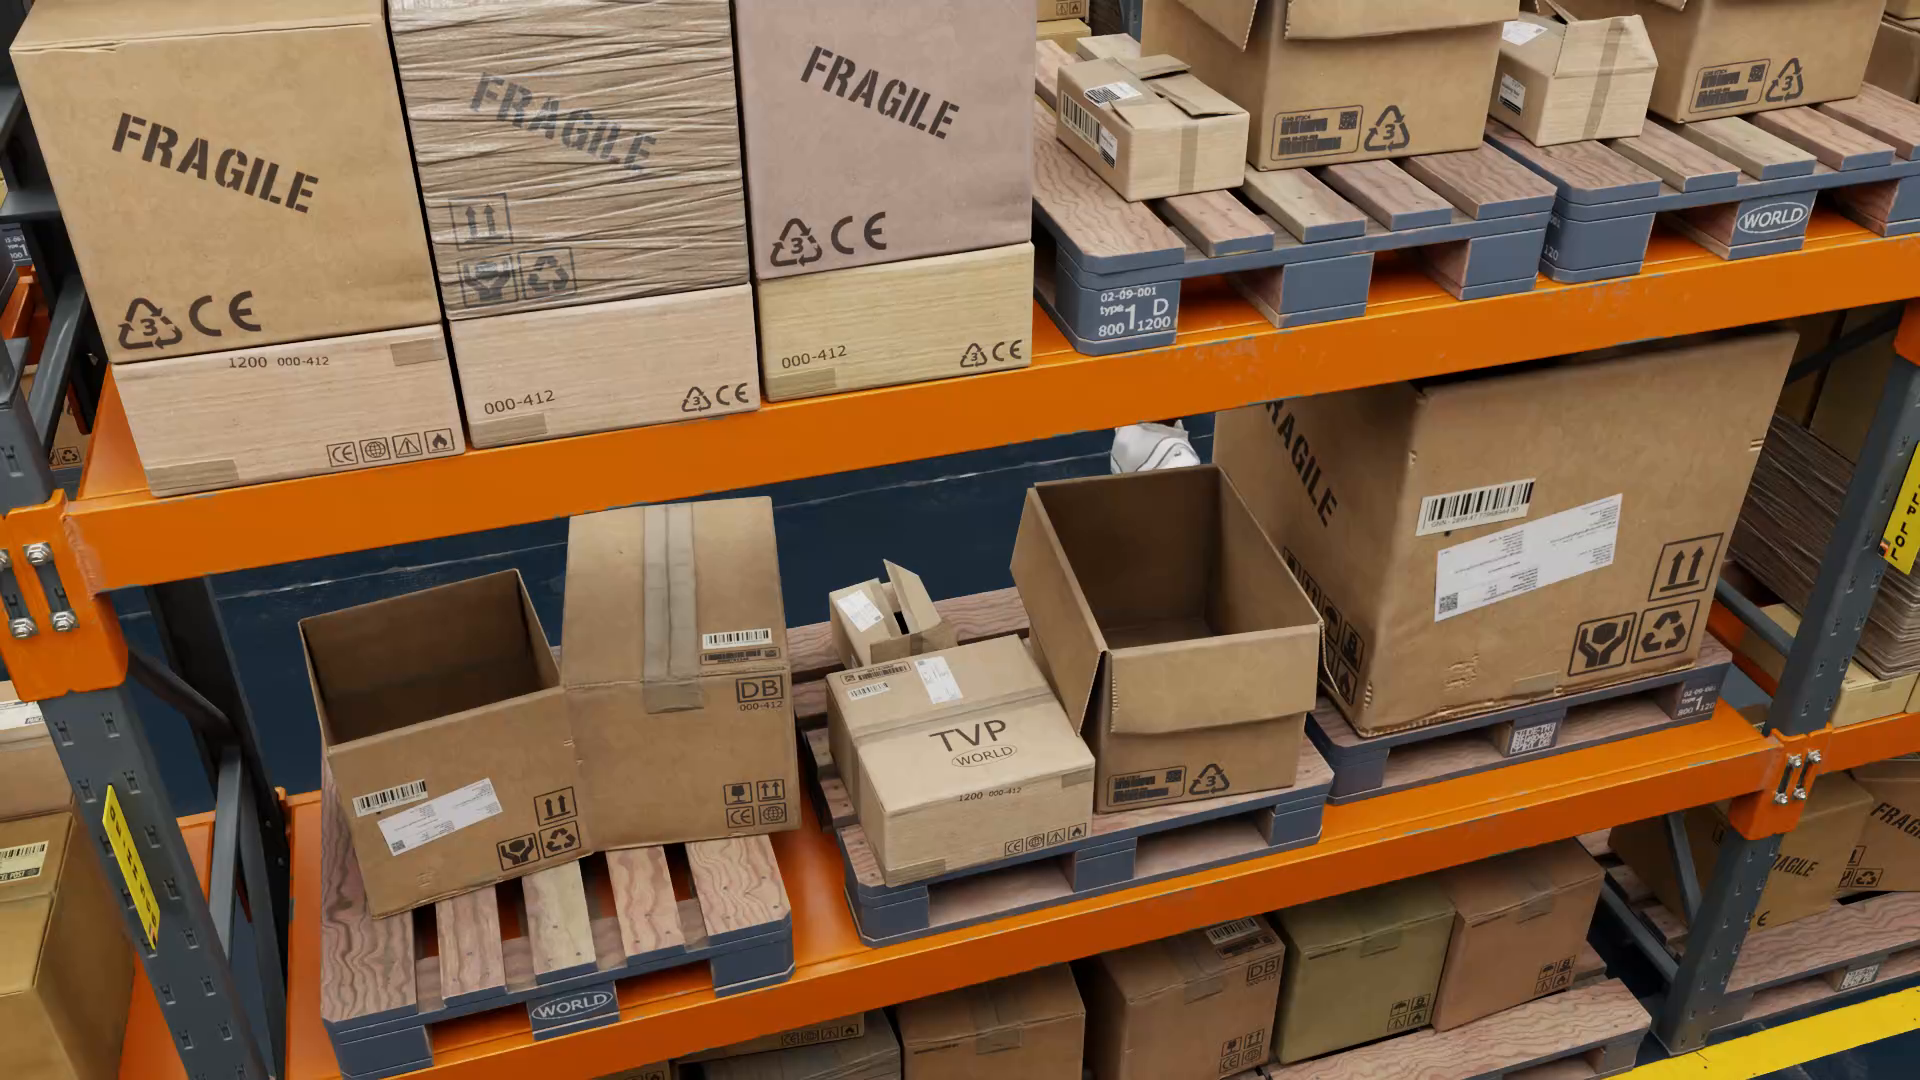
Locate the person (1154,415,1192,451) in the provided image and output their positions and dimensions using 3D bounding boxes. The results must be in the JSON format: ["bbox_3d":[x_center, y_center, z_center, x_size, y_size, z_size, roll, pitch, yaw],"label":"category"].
[{"bbox_3d":[0.783,0.063,6.022,0.448,1.690,0.473,-10,35,-15],"label":"person"}]
